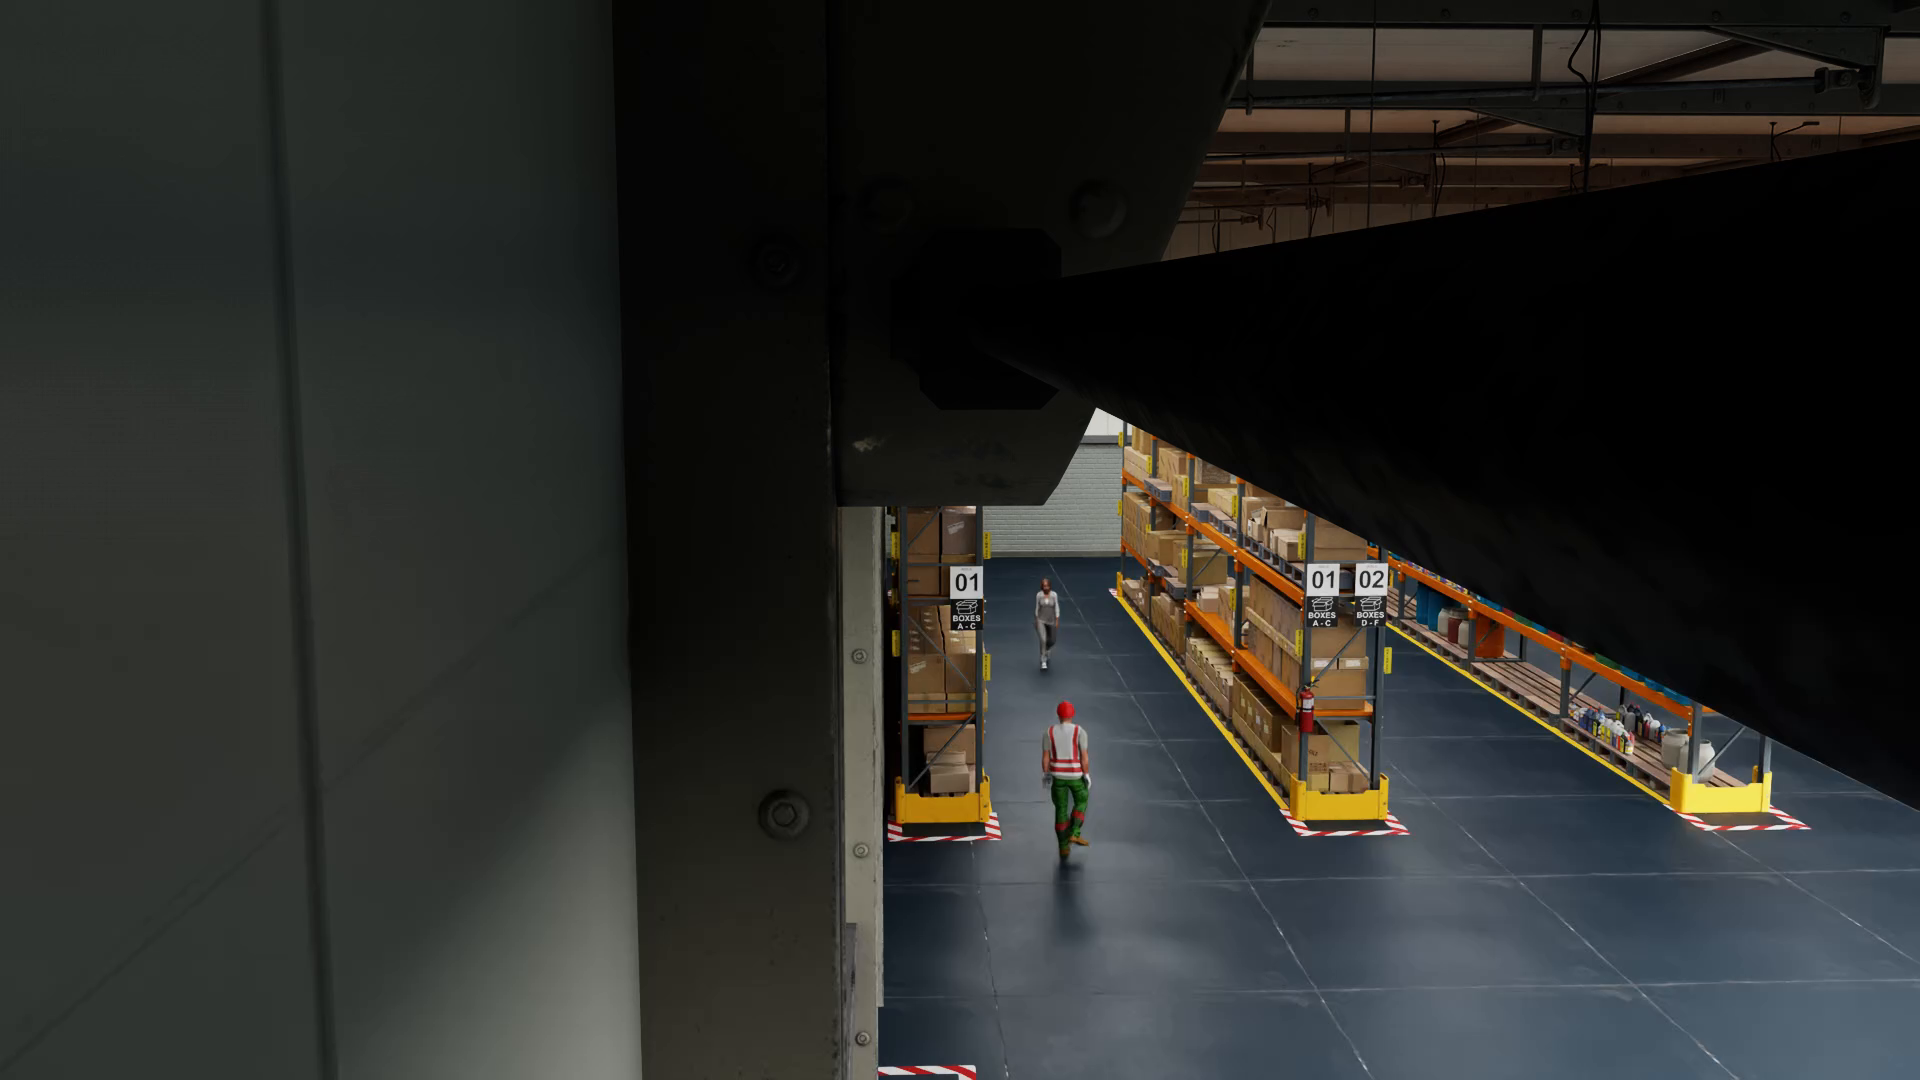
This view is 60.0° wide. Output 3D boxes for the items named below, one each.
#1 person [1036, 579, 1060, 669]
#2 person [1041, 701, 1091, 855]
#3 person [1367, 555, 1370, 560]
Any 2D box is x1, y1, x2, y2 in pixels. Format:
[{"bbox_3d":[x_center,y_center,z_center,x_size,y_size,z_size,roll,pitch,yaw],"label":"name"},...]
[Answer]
[{"bbox_3d":[1.531,1.436,29.298,0.421,1.561,0.768,-1,8,-6],"label":"person"},{"bbox_3d":[1.228,2.745,19.283,0.583,1.780,0.482,2,8,11],"label":"person"},{"bbox_3d":[9.249,0.102,38.464,0.607,1.650,0.497,1,8,8],"label":"person"}]
